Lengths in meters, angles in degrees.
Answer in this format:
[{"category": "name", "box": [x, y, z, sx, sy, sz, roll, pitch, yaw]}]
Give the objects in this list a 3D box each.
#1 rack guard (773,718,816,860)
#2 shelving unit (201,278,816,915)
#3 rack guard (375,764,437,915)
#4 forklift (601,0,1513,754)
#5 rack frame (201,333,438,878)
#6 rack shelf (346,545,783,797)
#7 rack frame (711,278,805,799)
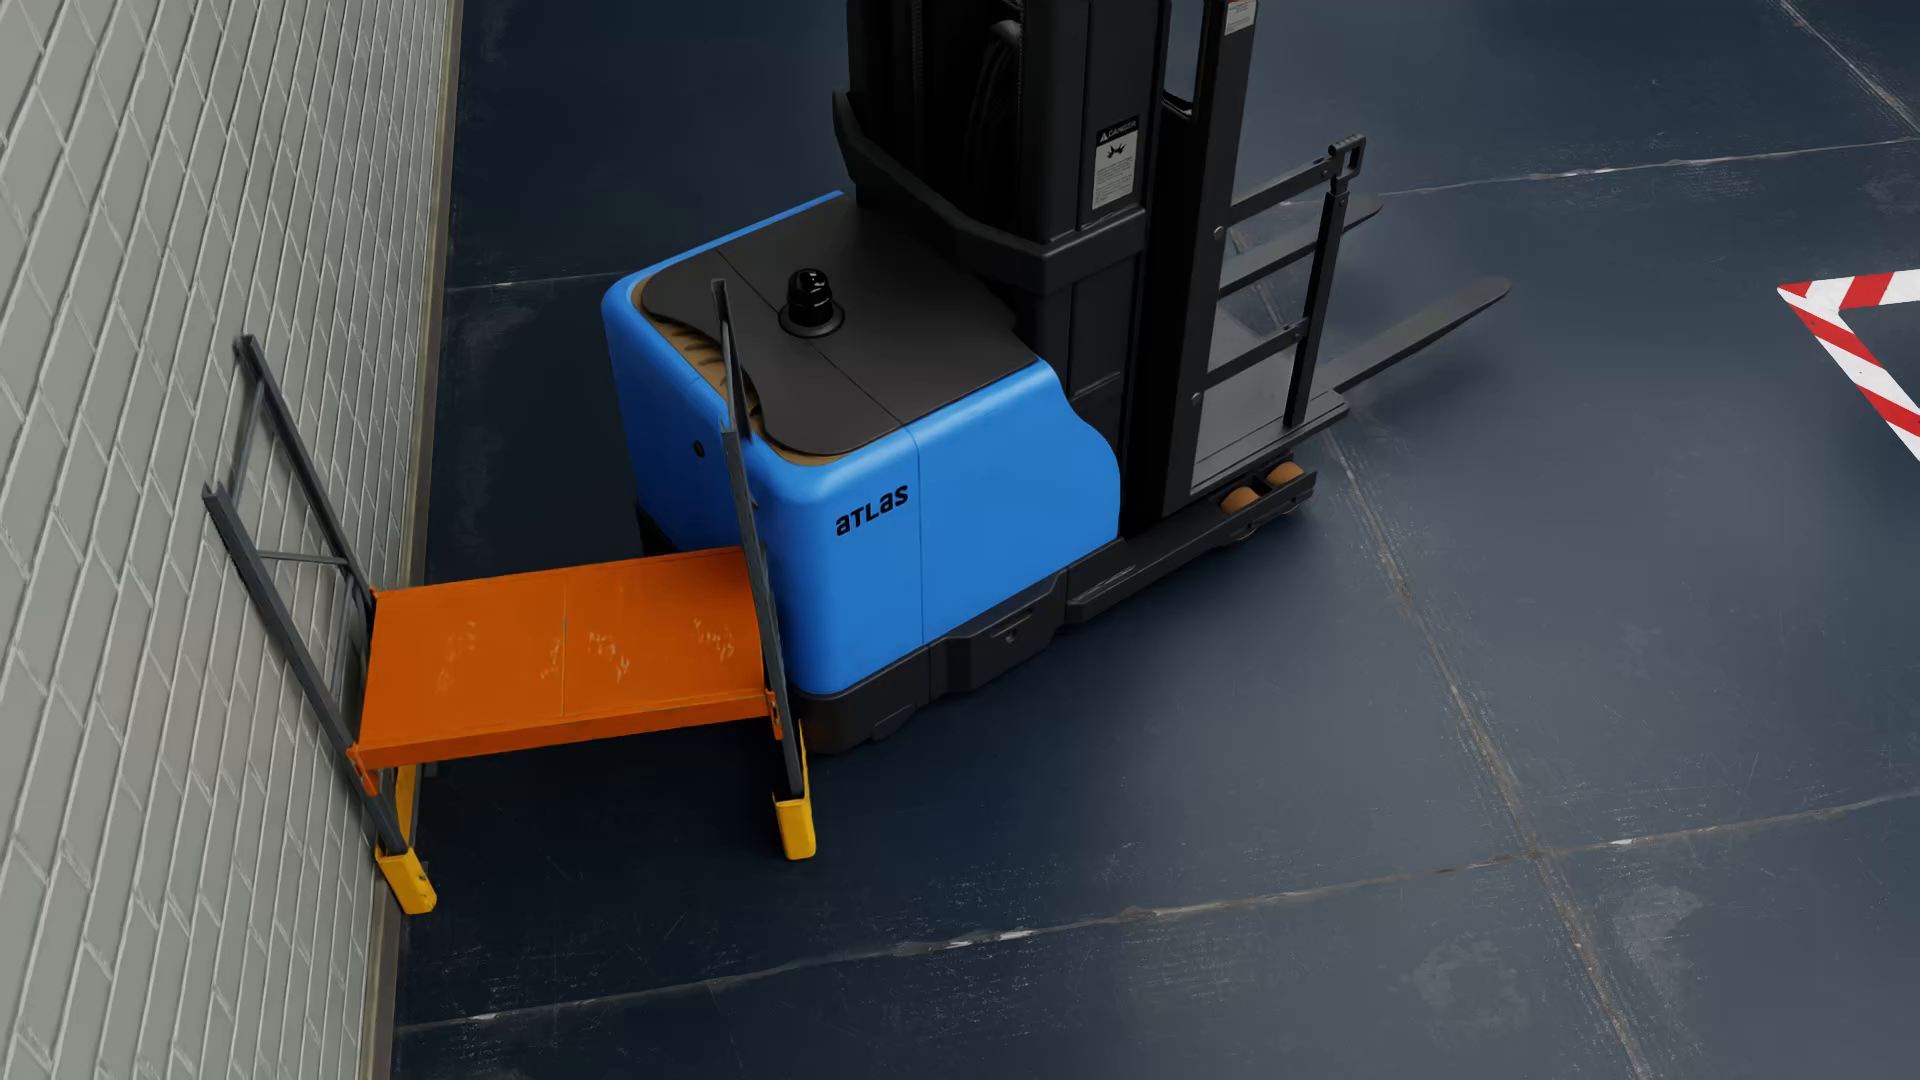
[{"category": "rack guard", "box": [-0.465, 0.544, 4.494, 0.087, 0.250, 0.587, -7, 47, -4]}, {"category": "shelving unit", "box": [-0.981, 0.183, 4.002, 1.083, 1.500, 0.587, -7, 47, -4]}, {"category": "rack guard", "box": [-1.451, 0.673, 4.424, 0.087, 0.250, 0.587, -7, 47, -4]}, {"category": "forklift", "box": [0.515, -1.298, 4.466, 3.031, 2.935, 1.130, -28, 52, -24]}, {"category": "rack frame", "box": [-1.475, 0.247, 3.967, 0.032, 1.500, 0.500, -7, 47, -4]}, {"category": "rack shelf", "box": [-0.966, 0.304, 4.134, 1.000, 0.185, 0.538, -7, 47, -4]}, {"category": "rack frame", "box": [-0.470, 0.116, 4.038, 0.032, 1.500, 0.500, -7, 47, -4]}]
